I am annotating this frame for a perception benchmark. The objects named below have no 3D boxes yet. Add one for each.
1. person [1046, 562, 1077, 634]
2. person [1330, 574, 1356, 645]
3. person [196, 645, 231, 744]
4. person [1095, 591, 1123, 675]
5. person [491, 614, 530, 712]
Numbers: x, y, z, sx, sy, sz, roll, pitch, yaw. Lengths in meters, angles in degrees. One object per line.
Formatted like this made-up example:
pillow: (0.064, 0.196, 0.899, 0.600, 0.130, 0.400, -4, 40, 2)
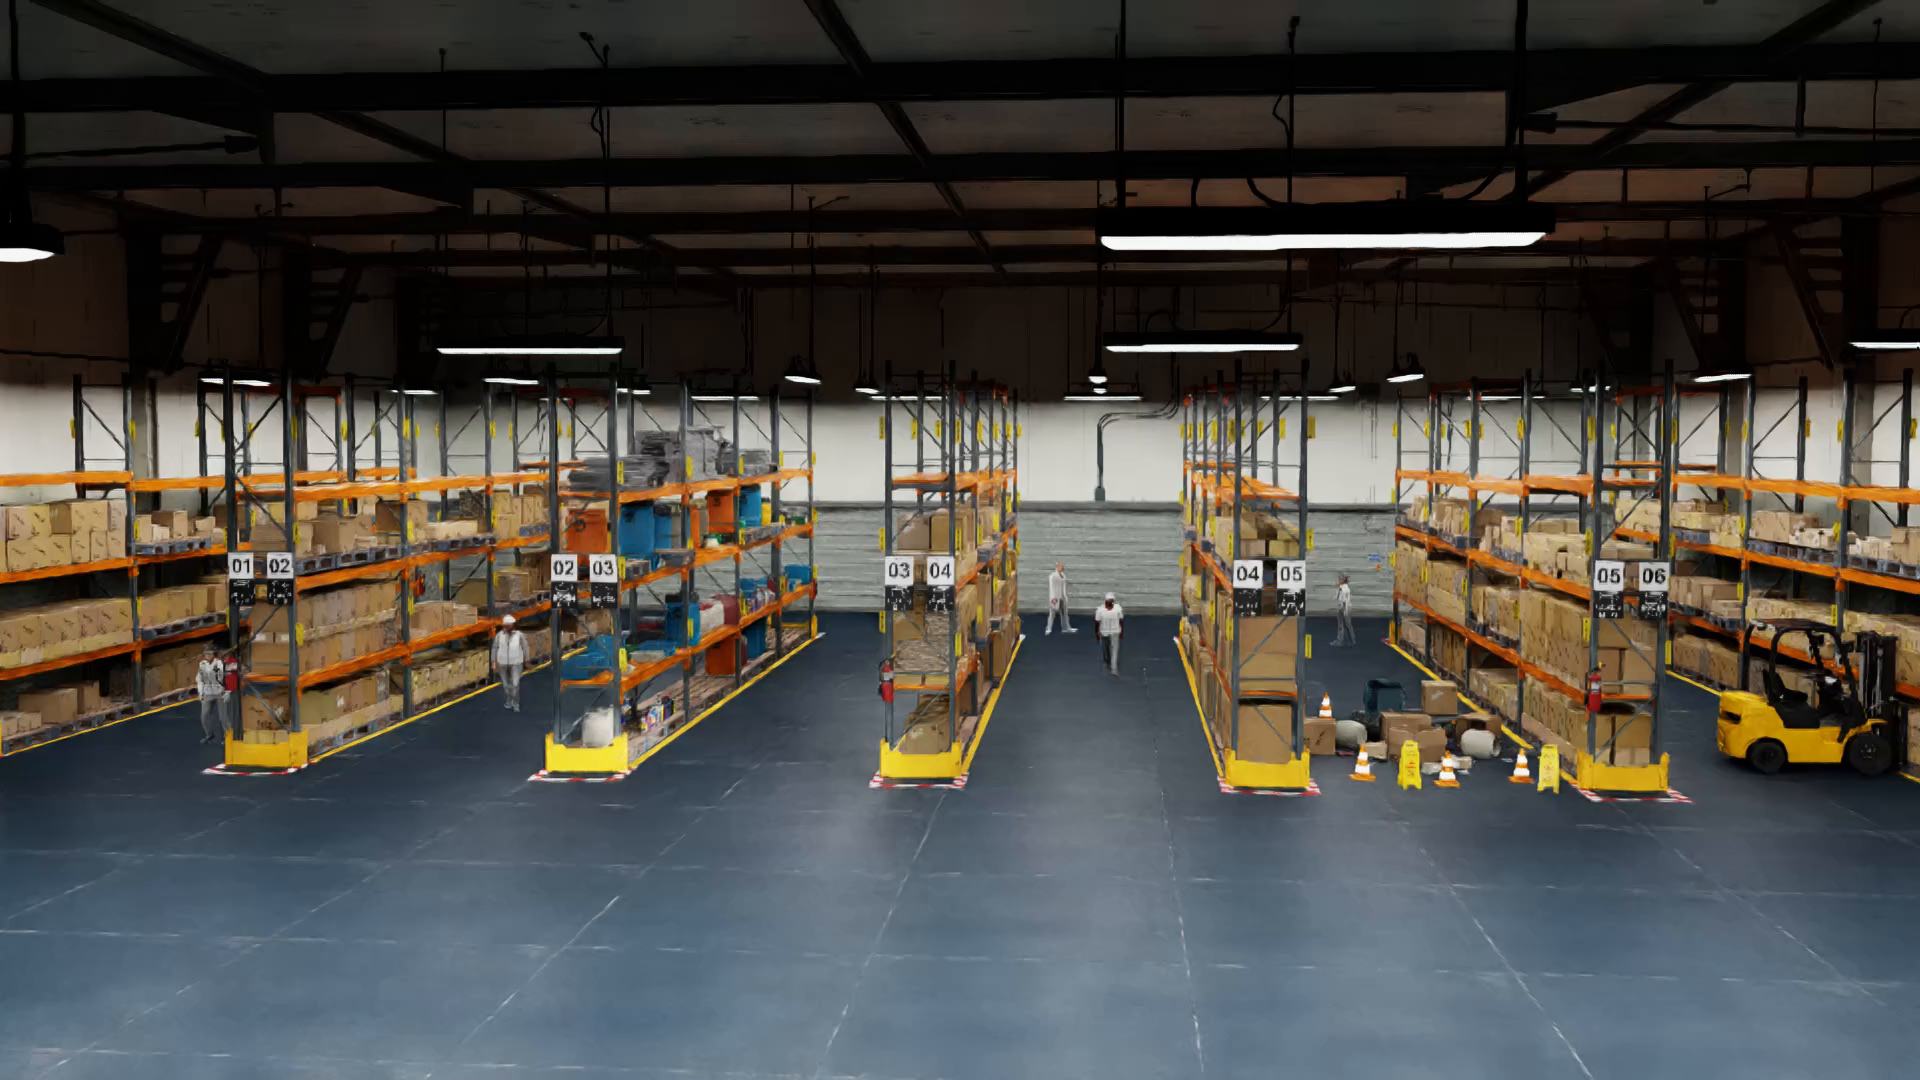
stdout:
person: (2.442, 1.411, 40.901, 0.576, 1.772, 0.775, 3, 5, 41)
person: (8.948, 1.619, 38.774, 0.491, 1.669, 0.572, 0, 4, -6)
person: (-11.863, 2.453, 26.492, 0.639, 1.632, 0.512, 0, 4, 3)
person: (3.068, 1.896, 34.228, 0.577, 1.691, 1.121, 0, 4, 7)
person: (-8.034, 2.176, 29.802, 0.662, 1.740, 0.685, 0, 4, -3)
